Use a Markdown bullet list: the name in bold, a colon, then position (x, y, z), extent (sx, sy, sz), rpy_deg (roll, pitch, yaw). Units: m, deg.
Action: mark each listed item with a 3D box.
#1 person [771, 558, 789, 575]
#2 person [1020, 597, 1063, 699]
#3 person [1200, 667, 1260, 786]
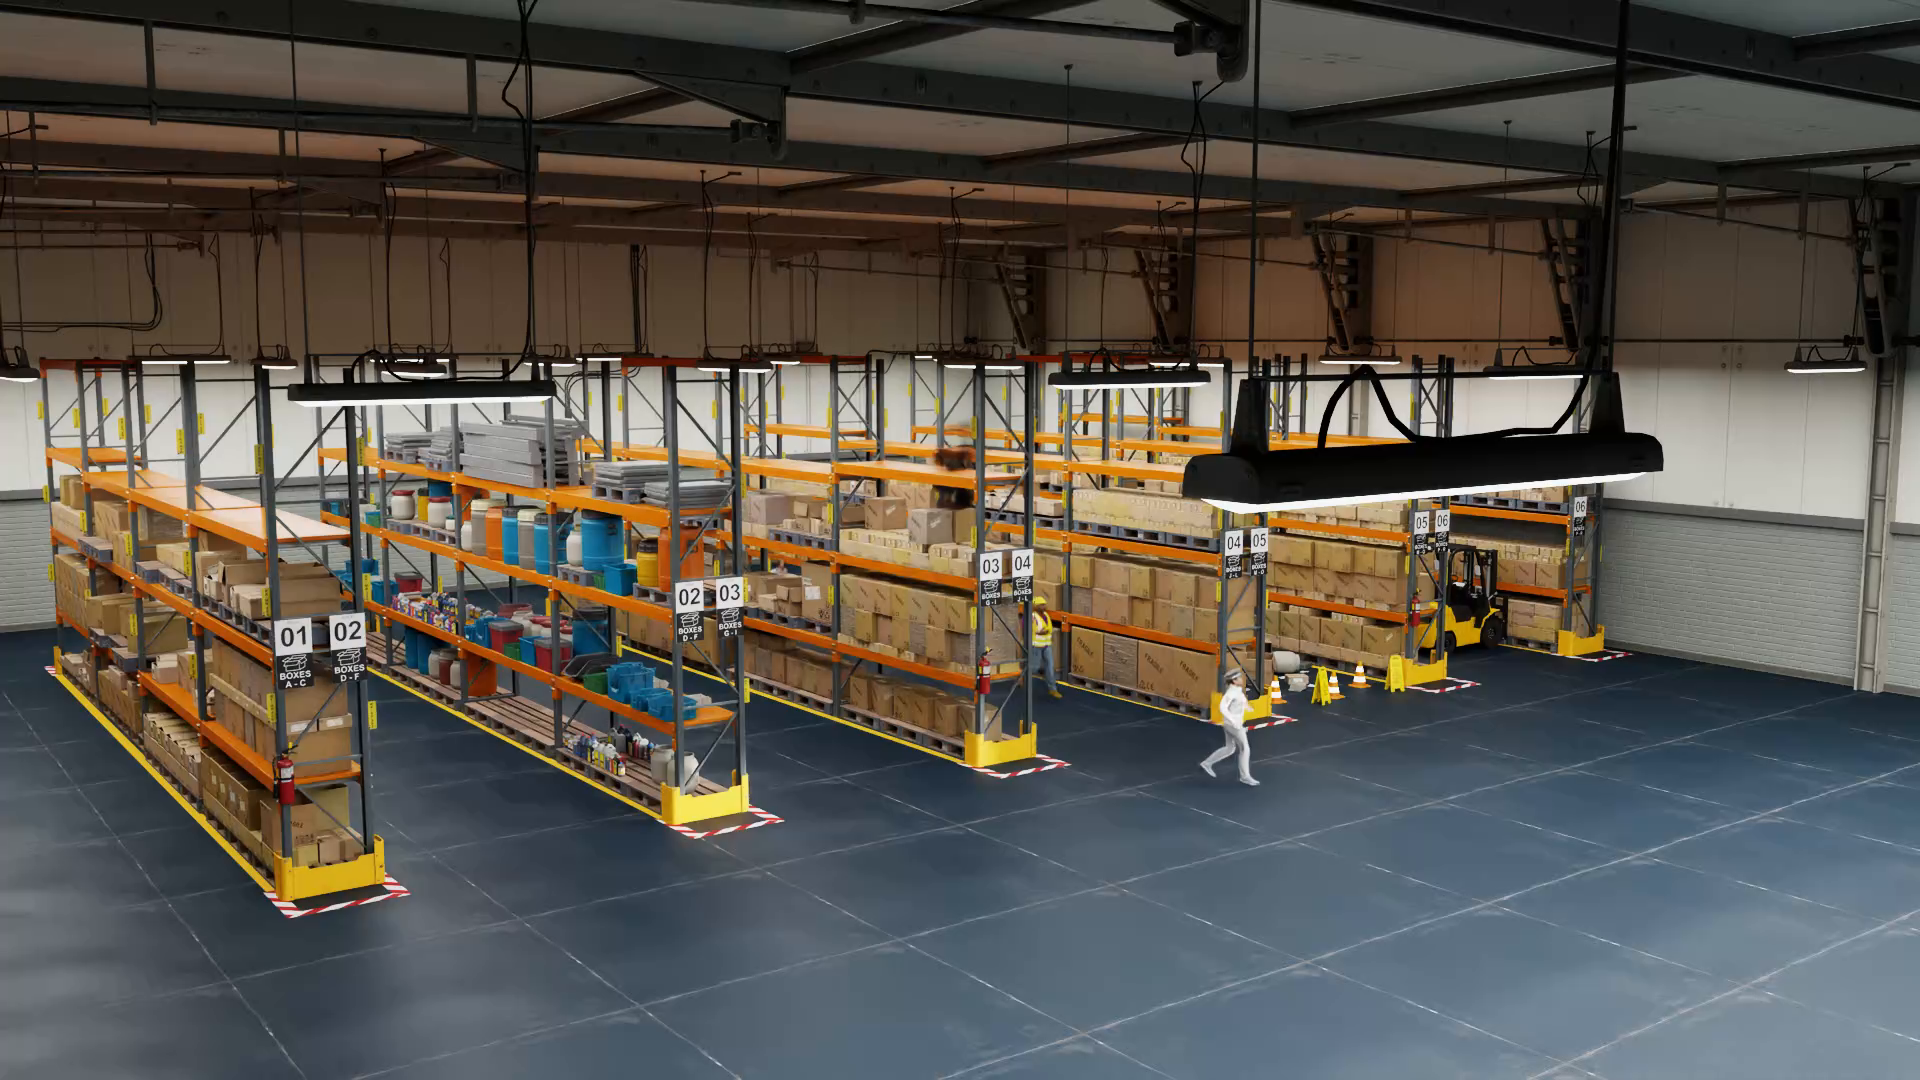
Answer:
- **person**: position (-3.917, 1.173, 36.510), extent (0.524, 1.560, 0.559), rpy_deg (-6, 9, -39)
- **person**: position (1.433, 1.882, 29.447), extent (0.694, 1.763, 0.951), rpy_deg (-6, 9, -40)
- **person**: position (3.865, 2.650, 23.758), extent (0.854, 1.709, 0.604), rpy_deg (1, 7, 4)
